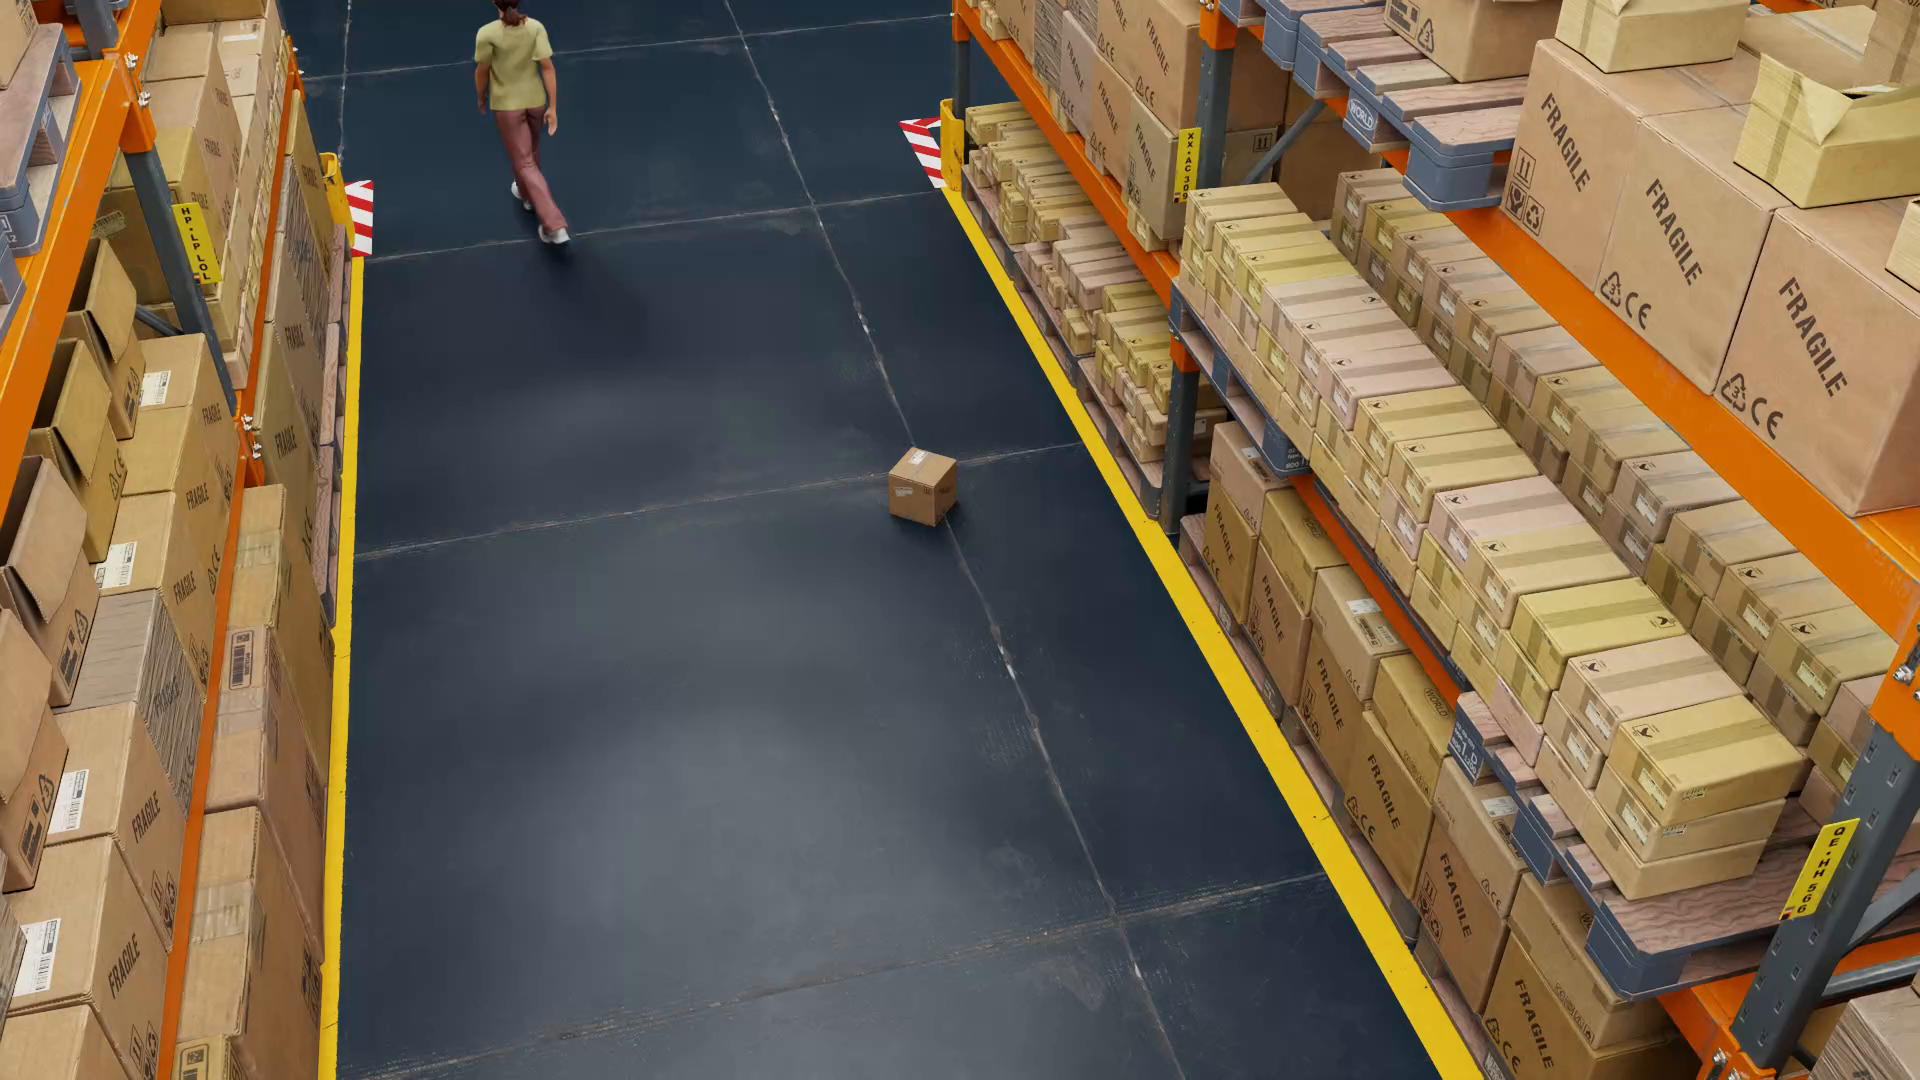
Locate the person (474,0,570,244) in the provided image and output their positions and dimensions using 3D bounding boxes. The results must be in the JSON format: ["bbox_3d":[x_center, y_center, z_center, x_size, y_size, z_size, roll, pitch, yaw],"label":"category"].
[{"bbox_3d":[-2.673,-2.634,10.053,0.437,1.621,1.018,-25,44,-28],"label":"person"}]
